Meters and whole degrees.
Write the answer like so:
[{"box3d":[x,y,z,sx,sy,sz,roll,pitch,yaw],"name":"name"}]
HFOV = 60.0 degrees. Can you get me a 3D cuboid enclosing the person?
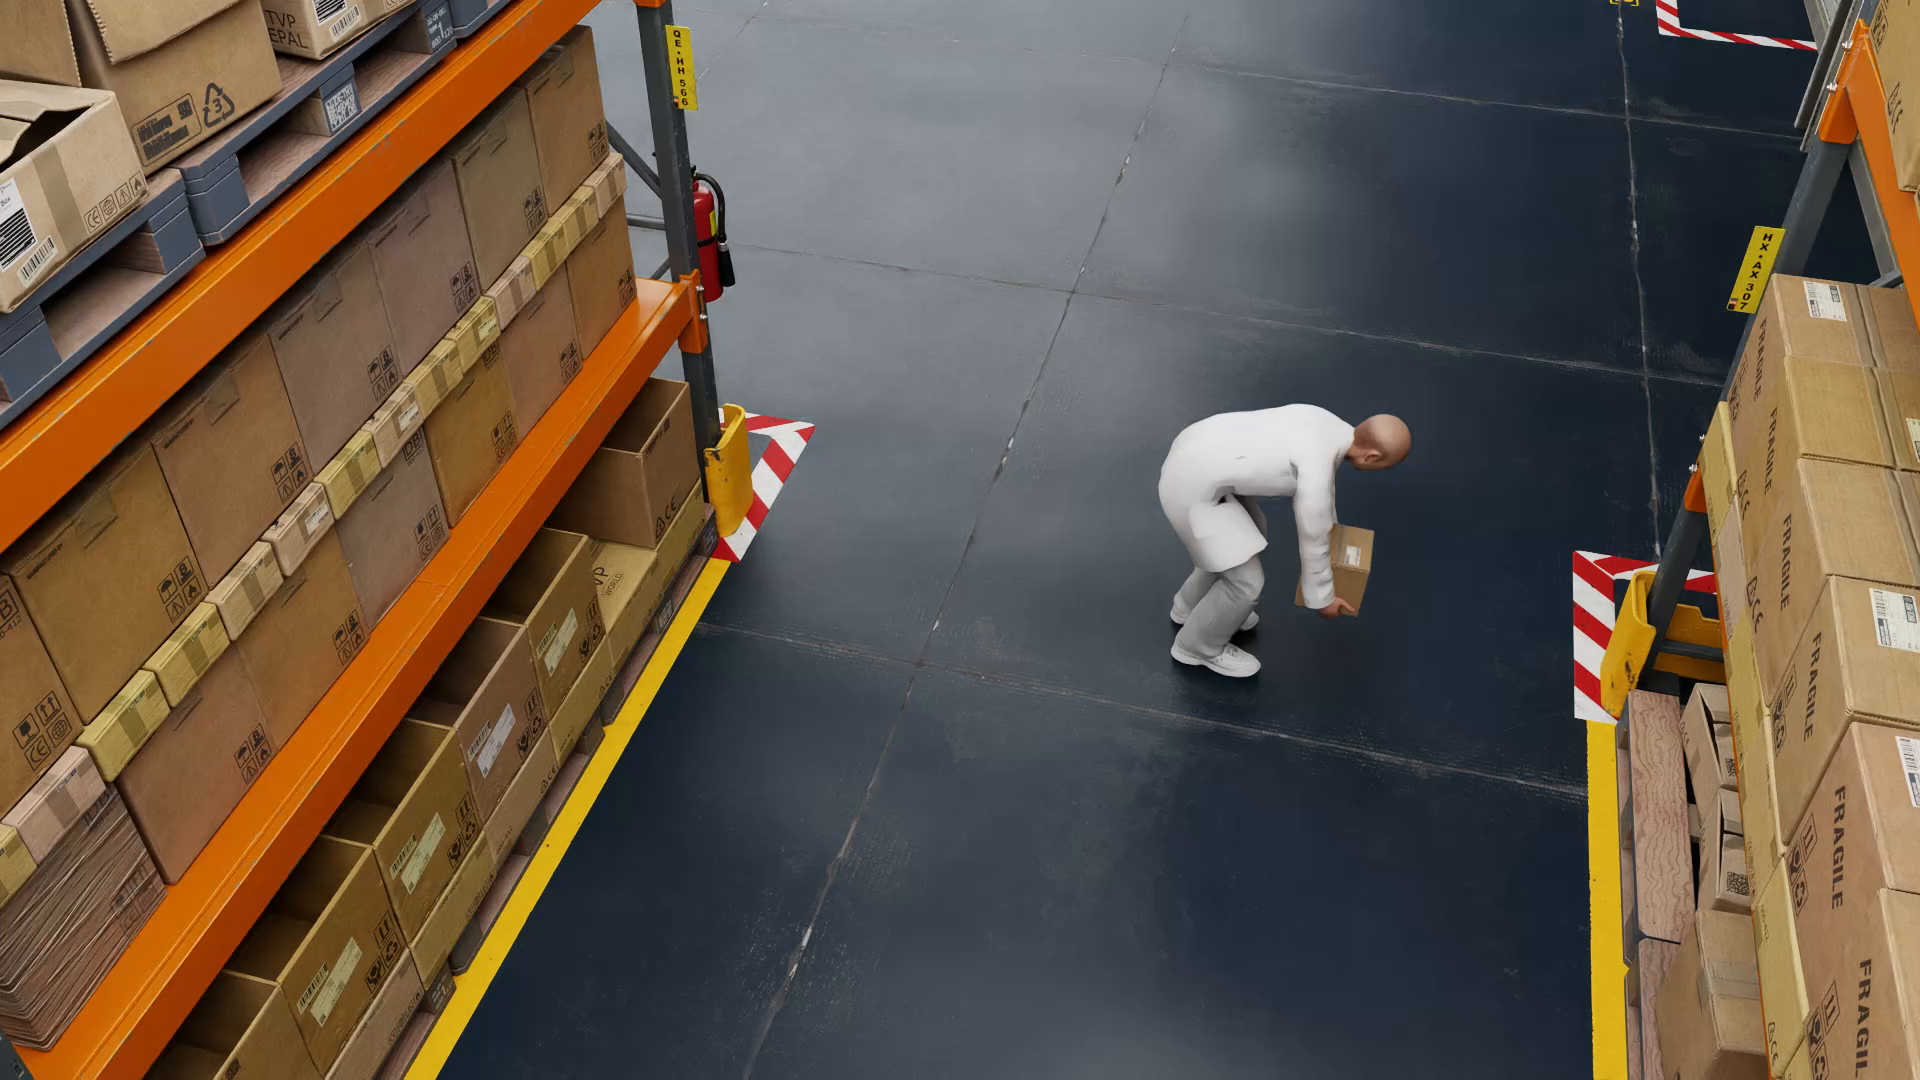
[{"box3d":[1.231,-0.005,6.599,0.917,1.228,0.569,8,41,10],"name":"person"}]
